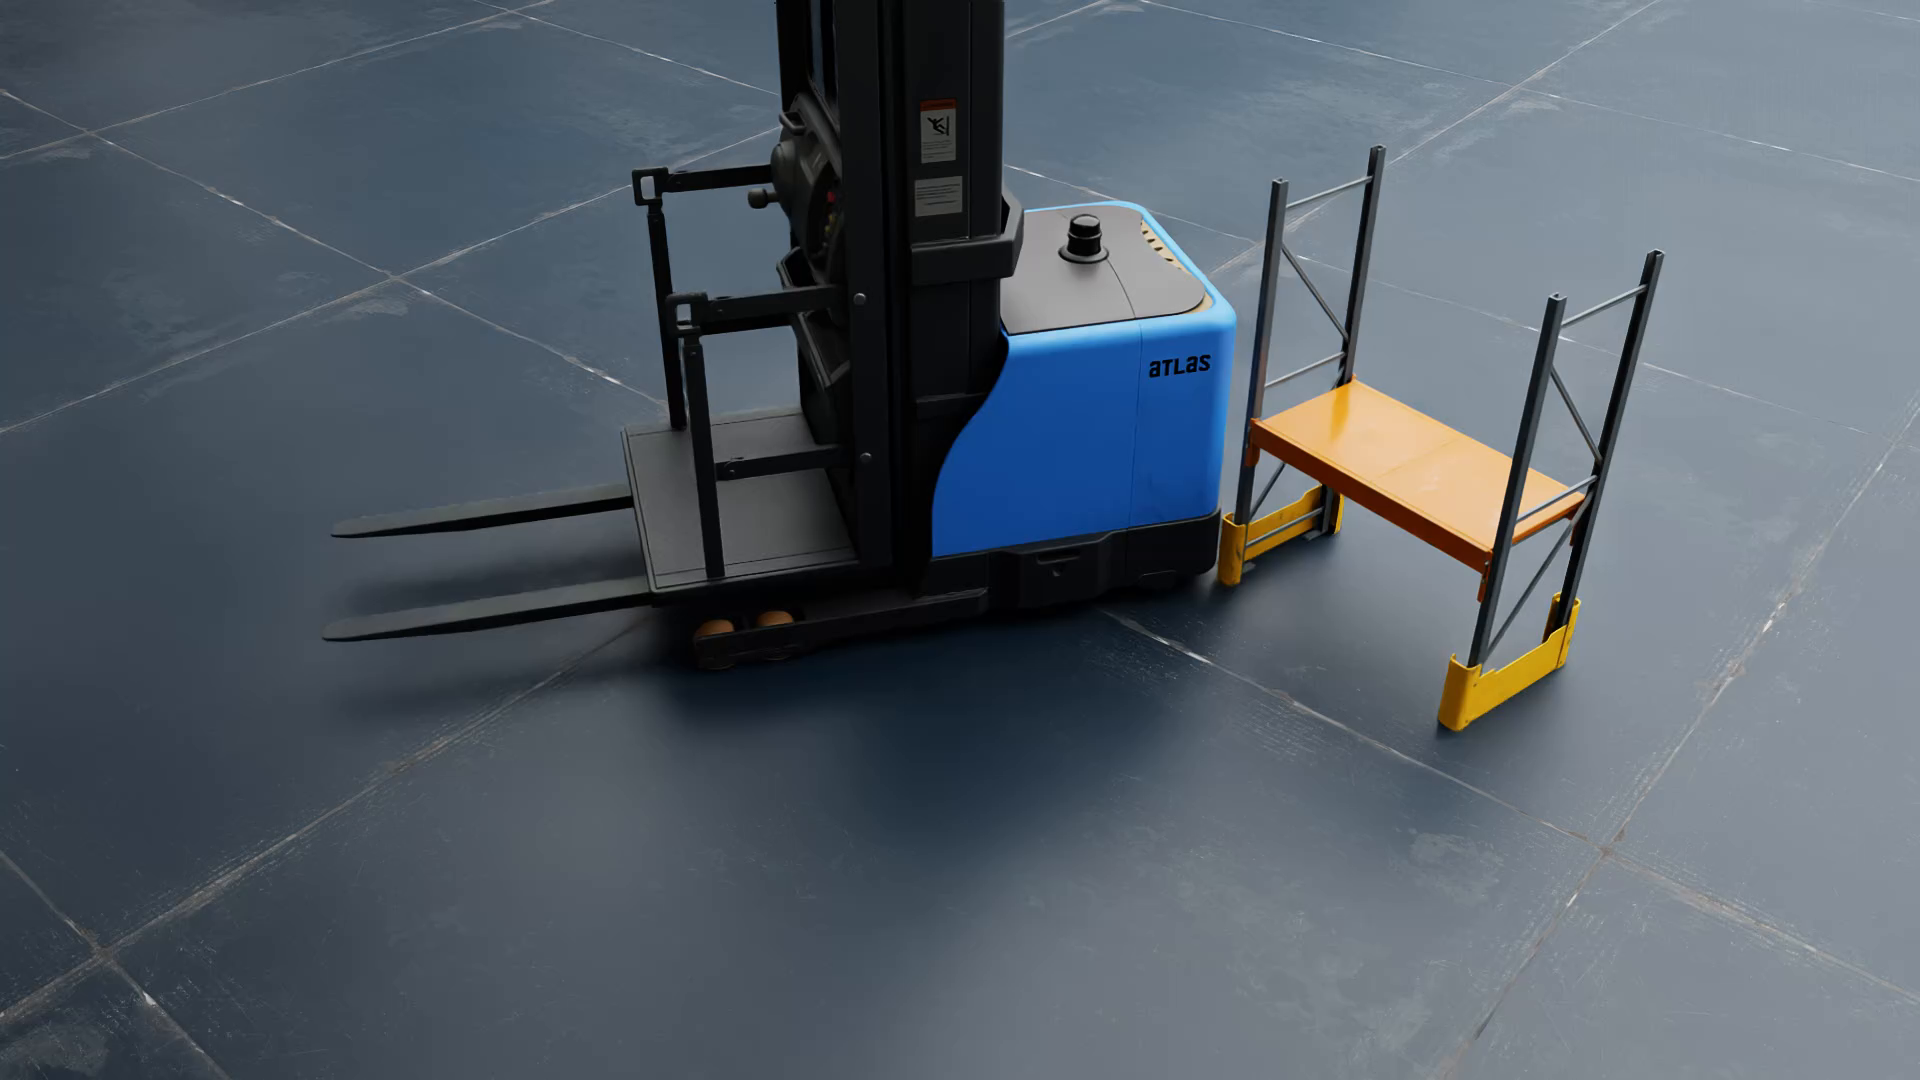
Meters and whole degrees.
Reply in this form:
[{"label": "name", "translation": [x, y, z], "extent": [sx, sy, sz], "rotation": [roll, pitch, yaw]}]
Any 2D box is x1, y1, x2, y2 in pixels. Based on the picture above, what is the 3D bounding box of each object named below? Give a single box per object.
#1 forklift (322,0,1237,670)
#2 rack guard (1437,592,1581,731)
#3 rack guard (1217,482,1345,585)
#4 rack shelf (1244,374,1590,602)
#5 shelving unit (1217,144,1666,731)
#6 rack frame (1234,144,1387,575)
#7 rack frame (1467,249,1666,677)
[{"label": "forklift", "translation": [-0.661, -1.108, 5.199], "extent": [3.031, 2.935, 1.130], "rotation": [-8, 35, -12]}, {"label": "rack guard", "translation": [1.782, 0.389, 5.389], "extent": [0.587, 0.250, 0.087], "rotation": [-24, 41, -30]}, {"label": "rack guard", "translation": [1.175, -0.058, 6.040], "extent": [0.587, 0.250, 0.087], "rotation": [-24, 41, -30]}, {"label": "rack shelf", "translation": [1.484, -0.198, 5.456], "extent": [0.538, 0.185, 1.000], "rotation": [-24, 41, -30]}, {"label": "shelving unit", "translation": [1.478, -0.350, 5.360], "extent": [0.587, 1.500, 1.083], "rotation": [-24, 41, -30]}, {"label": "rack frame", "translation": [1.174, -0.574, 5.687], "extent": [0.500, 1.500, 0.032], "rotation": [-24, 41, -30]}, {"label": "rack frame", "translation": [1.794, -0.118, 5.022], "extent": [0.500, 1.500, 0.032], "rotation": [-24, 41, -30]}]
